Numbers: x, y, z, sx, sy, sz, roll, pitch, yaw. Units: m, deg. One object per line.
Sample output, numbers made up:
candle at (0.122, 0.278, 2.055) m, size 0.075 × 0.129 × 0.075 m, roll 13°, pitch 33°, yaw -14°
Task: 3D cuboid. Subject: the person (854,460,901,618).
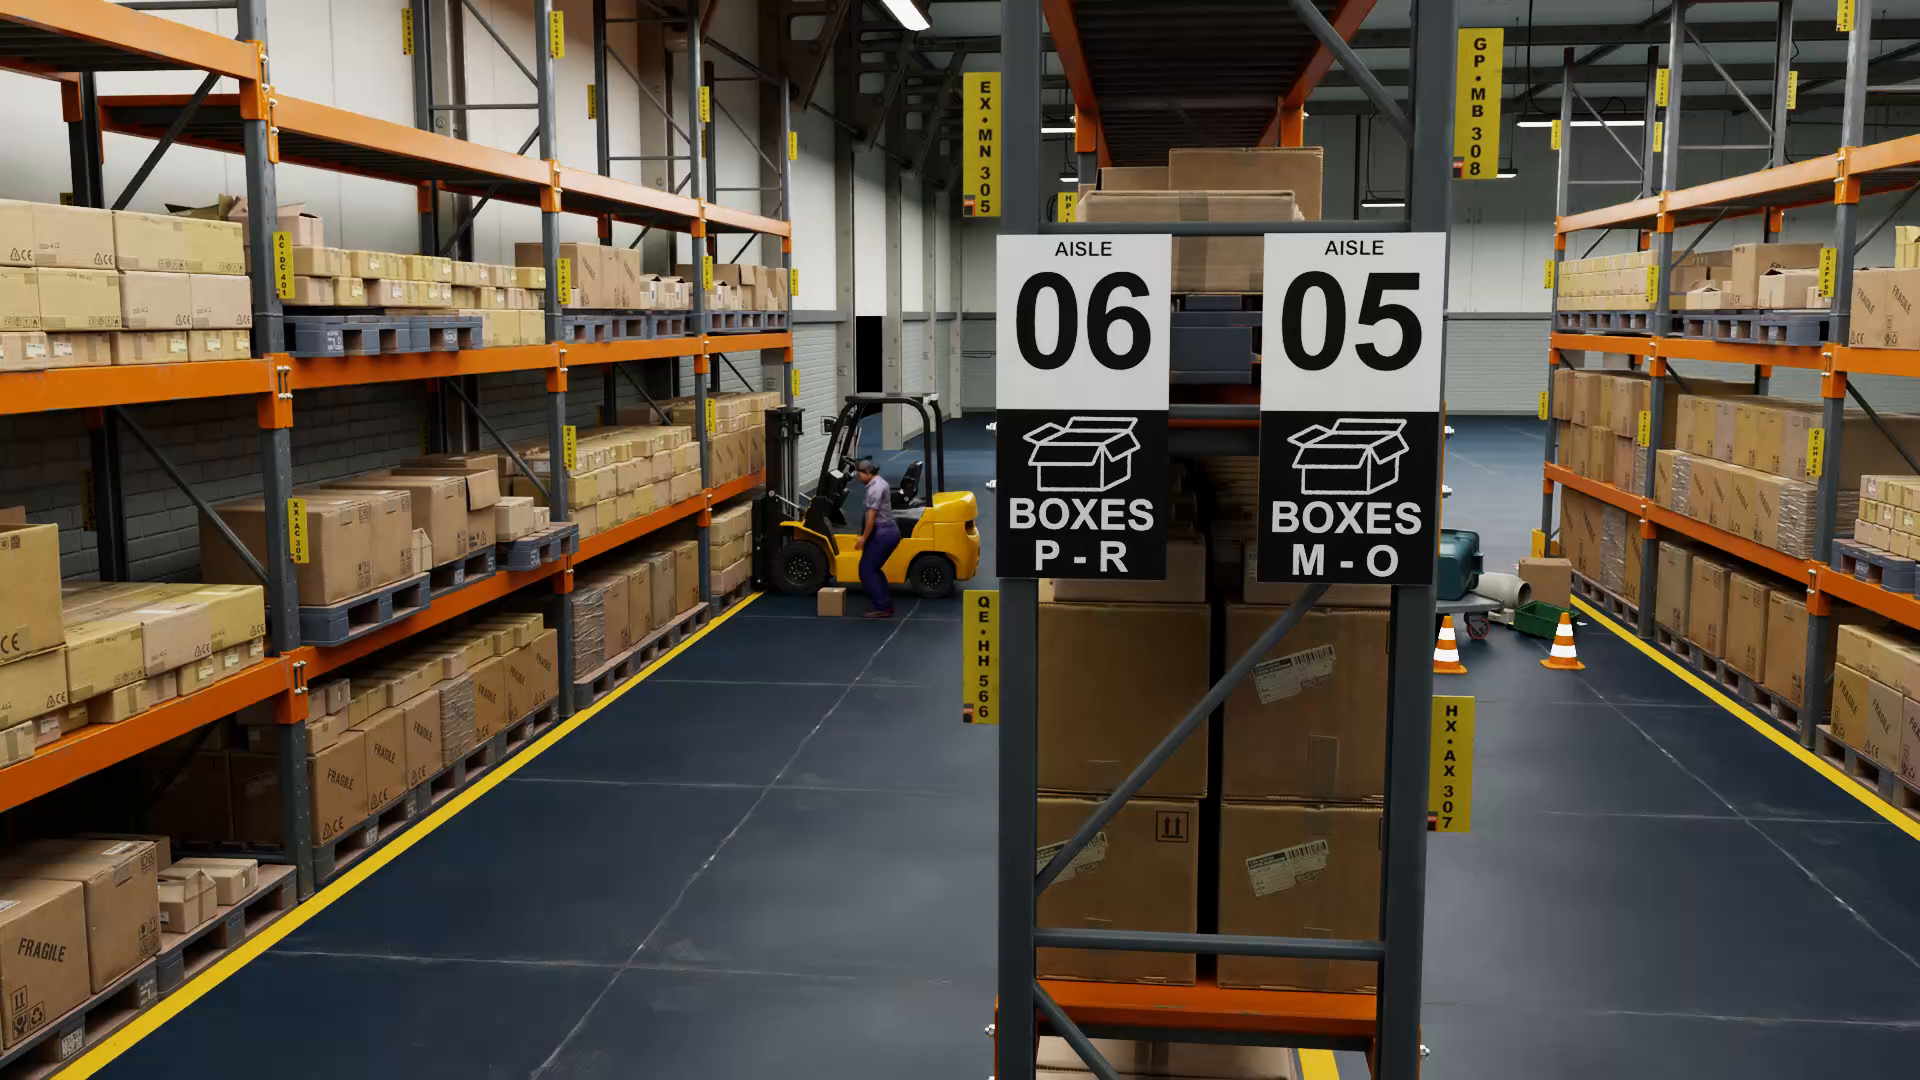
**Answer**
person at (-0.827, -0.014, 16.736) m, size 0.426 × 1.587 × 0.504 m, roll 1°, pitch 8°, yaw 8°
